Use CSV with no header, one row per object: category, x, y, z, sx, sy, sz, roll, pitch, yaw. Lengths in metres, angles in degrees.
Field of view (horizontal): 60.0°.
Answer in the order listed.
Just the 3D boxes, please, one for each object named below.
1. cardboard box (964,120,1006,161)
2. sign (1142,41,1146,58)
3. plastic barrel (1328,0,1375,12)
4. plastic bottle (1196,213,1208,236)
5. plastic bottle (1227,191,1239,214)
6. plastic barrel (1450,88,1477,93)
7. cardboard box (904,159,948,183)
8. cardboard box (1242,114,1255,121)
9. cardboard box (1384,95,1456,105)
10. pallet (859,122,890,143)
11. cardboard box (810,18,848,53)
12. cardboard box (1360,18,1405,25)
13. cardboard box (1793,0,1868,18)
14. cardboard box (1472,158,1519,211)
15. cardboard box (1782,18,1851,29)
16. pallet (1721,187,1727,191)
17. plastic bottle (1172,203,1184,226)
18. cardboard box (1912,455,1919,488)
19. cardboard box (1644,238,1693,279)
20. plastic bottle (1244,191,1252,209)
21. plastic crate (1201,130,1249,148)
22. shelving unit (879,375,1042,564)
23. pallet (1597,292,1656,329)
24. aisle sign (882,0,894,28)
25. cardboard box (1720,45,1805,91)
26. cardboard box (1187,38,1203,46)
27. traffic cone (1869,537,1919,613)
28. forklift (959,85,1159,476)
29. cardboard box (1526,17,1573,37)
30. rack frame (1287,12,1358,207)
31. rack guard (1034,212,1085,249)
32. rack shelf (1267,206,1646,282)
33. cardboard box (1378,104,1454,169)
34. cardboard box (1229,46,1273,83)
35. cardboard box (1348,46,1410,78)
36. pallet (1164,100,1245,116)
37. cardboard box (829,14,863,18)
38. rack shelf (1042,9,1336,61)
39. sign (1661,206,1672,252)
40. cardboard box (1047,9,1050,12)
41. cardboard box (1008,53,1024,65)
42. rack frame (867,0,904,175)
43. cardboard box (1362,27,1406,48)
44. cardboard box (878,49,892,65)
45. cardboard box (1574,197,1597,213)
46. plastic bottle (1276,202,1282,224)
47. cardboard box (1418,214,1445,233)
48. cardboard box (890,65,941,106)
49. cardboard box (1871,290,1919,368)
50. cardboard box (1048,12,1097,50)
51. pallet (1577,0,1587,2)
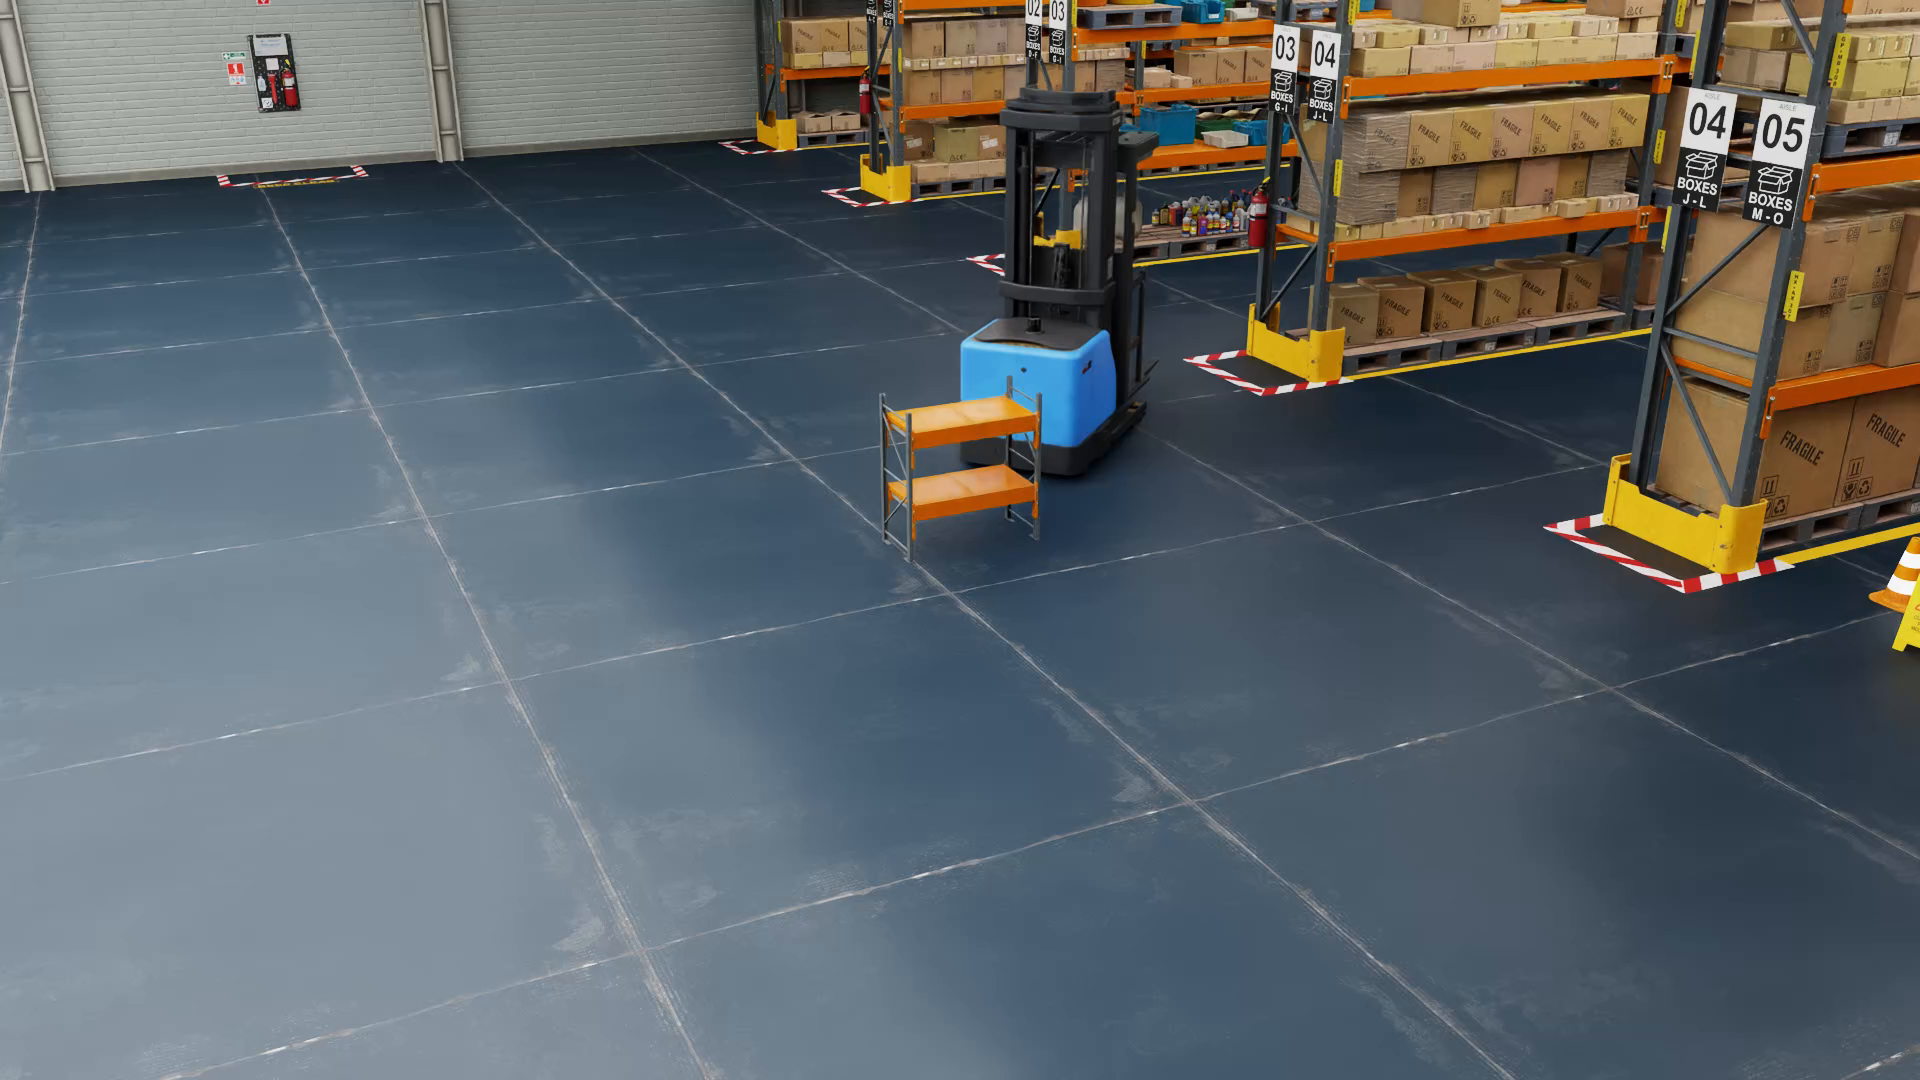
cardboard box,0.394,-5.963,24.798,0.500,0.500,0.500,-10,25,-24
sign,2.766,-7.418,25.014,0.005,0.325,0.100,-10,25,-24
plastic barrel,5.032,-7.242,21.246,0.708,0.901,0.600,-10,25,-24
plastic bottle,3.045,-3.974,20.906,0.133,0.283,0.061,-10,25,-23
plastic bottle,3.591,-4.422,21.899,0.185,0.351,0.144,-12,25,-26
plastic barrel,6.676,-5.804,22.173,0.433,0.535,0.433,0,22,0
cardboard box,-0.501,-5.445,24.528,0.500,0.250,0.500,-10,25,-24
cardboard box,4.841,-6.676,26.769,0.500,0.311,0.500,-11,25,-24
cardboard box,4.500,-4.084,16.366,0.500,0.500,0.500,-10,25,-24
pallet,-1.319,-7.263,29.521,1.213,0.211,1.003,-10,25,-24
cardboard box,-2.222,-8.556,28.188,0.500,0.500,0.500,-10,25,-23
cardboard box,4.027,-4.885,15.882,0.250,0.149,0.380,-10,25,-23
cardboard box,9.189,-5.754,17.522,0.500,0.500,0.500,-10,24,-23
cardboard box,5.043,-3.631,16.581,0.500,0.500,0.875,-10,25,-24
cardboard box,5.885,-3.503,11.476,0.250,0.149,0.380,-10,25,-23
pallet,8.655,-3.991,18.219,1.213,0.211,1.003,-10,25,-24
plastic bottle,2.815,-4.201,21.454,0.133,0.283,0.061,-10,25,-24
cardboard box,7.469,-1.013,13.005,0.875,0.875,0.875,-10,25,-23
cardboard box,7.817,-2.973,18.205,0.500,0.500,0.700,-11,25,-24
plastic bottle,3.824,-4.404,21.855,0.185,0.351,0.144,-10,25,-24
plastic crate,3.315,-4.987,20.719,0.437,0.136,0.530,-10,25,-24
shelving unit,0.006,-0.521,12.038,1.048,1.125,0.538,-10,25,-24
pallet,7.517,-2.599,18.254,1.213,0.211,1.003,-10,25,-24
aisle sign,-1.007,-7.594,23.275,0.004,0.787,0.394,-10,25,-24
cardboard box,5.592,-3.240,11.362,0.500,0.250,0.500,-10,25,-23
cardboard box,4.373,-9.411,31.365,0.250,0.149,0.380,-11,25,-24
traffic cone,6.367,0.205,11.150,0.334,0.463,0.336,-10,25,-24
forklift,1.018,-2.402,14.220,1.130,2.935,3.031,9,24,20
cardboard box,5.678,-4.949,16.037,0.250,0.149,0.380,-9,24,-22
rack frame,4.668,-5.465,21.531,0.127,3.000,1.000,-10,25,-24
rack guard,1.112,-3.675,20.475,0.348,0.500,1.175,-10,25,-24
rack shelf,5.014,-3.094,16.743,4.000,0.370,1.077,-10,25,-24
cardboard box,4.280,-3.818,15.725,0.500,0.500,0.500,-10,25,-24
cardboard box,4.623,-7.598,26.554,0.500,0.500,0.500,-12,25,-26
cardboard box,3.758,-4.402,15.237,0.500,0.250,0.500,-10,24,-22
pallet,4.719,-8.359,32.168,1.213,0.211,1.003,-10,25,-24
cardboard box,-1.978,-8.821,28.827,0.500,0.500,0.500,-11,25,-25
rack shelf,2.866,-6.187,20.293,4.000,0.370,1.077,-10,25,-24
sign,5.049,-2.202,11.825,0.005,0.325,0.100,-10,25,-24
cardboard box,1.931,-9.412,30.359,0.500,0.500,0.700,-7,23,-16
cardboard box,0.752,-7.101,24.503,0.250,0.149,0.380,-10,25,-23
rack frame,-1.081,-6.509,24.053,0.127,3.000,1.000,-10,25,-24
cardboard box,3.836,-4.571,15.124,0.250,0.149,0.380,-10,24,-22
cardboard box,-1.275,-8.384,28.752,0.500,0.250,0.500,-10,25,-23
cardboard box,6.270,-3.446,16.982,0.250,0.149,0.380,-10,25,-24
plastic bottle,4.040,-4.206,21.378,0.185,0.351,0.144,-12,25,-26
cardboard box,4.482,-3.102,16.152,0.250,0.149,0.380,-10,25,-24
cardboard box,-0.655,-6.628,24.210,0.500,0.500,0.700,-10,25,-24
cardboard box,6.632,-1.663,12.150,0.550,0.550,0.875,-10,25,-24
cardboard box,1.672,-7.658,25.002,0.500,0.500,0.700,-10,25,-24
pallet,9.004,-7.520,22.821,1.213,0.211,1.003,-10,25,-24
